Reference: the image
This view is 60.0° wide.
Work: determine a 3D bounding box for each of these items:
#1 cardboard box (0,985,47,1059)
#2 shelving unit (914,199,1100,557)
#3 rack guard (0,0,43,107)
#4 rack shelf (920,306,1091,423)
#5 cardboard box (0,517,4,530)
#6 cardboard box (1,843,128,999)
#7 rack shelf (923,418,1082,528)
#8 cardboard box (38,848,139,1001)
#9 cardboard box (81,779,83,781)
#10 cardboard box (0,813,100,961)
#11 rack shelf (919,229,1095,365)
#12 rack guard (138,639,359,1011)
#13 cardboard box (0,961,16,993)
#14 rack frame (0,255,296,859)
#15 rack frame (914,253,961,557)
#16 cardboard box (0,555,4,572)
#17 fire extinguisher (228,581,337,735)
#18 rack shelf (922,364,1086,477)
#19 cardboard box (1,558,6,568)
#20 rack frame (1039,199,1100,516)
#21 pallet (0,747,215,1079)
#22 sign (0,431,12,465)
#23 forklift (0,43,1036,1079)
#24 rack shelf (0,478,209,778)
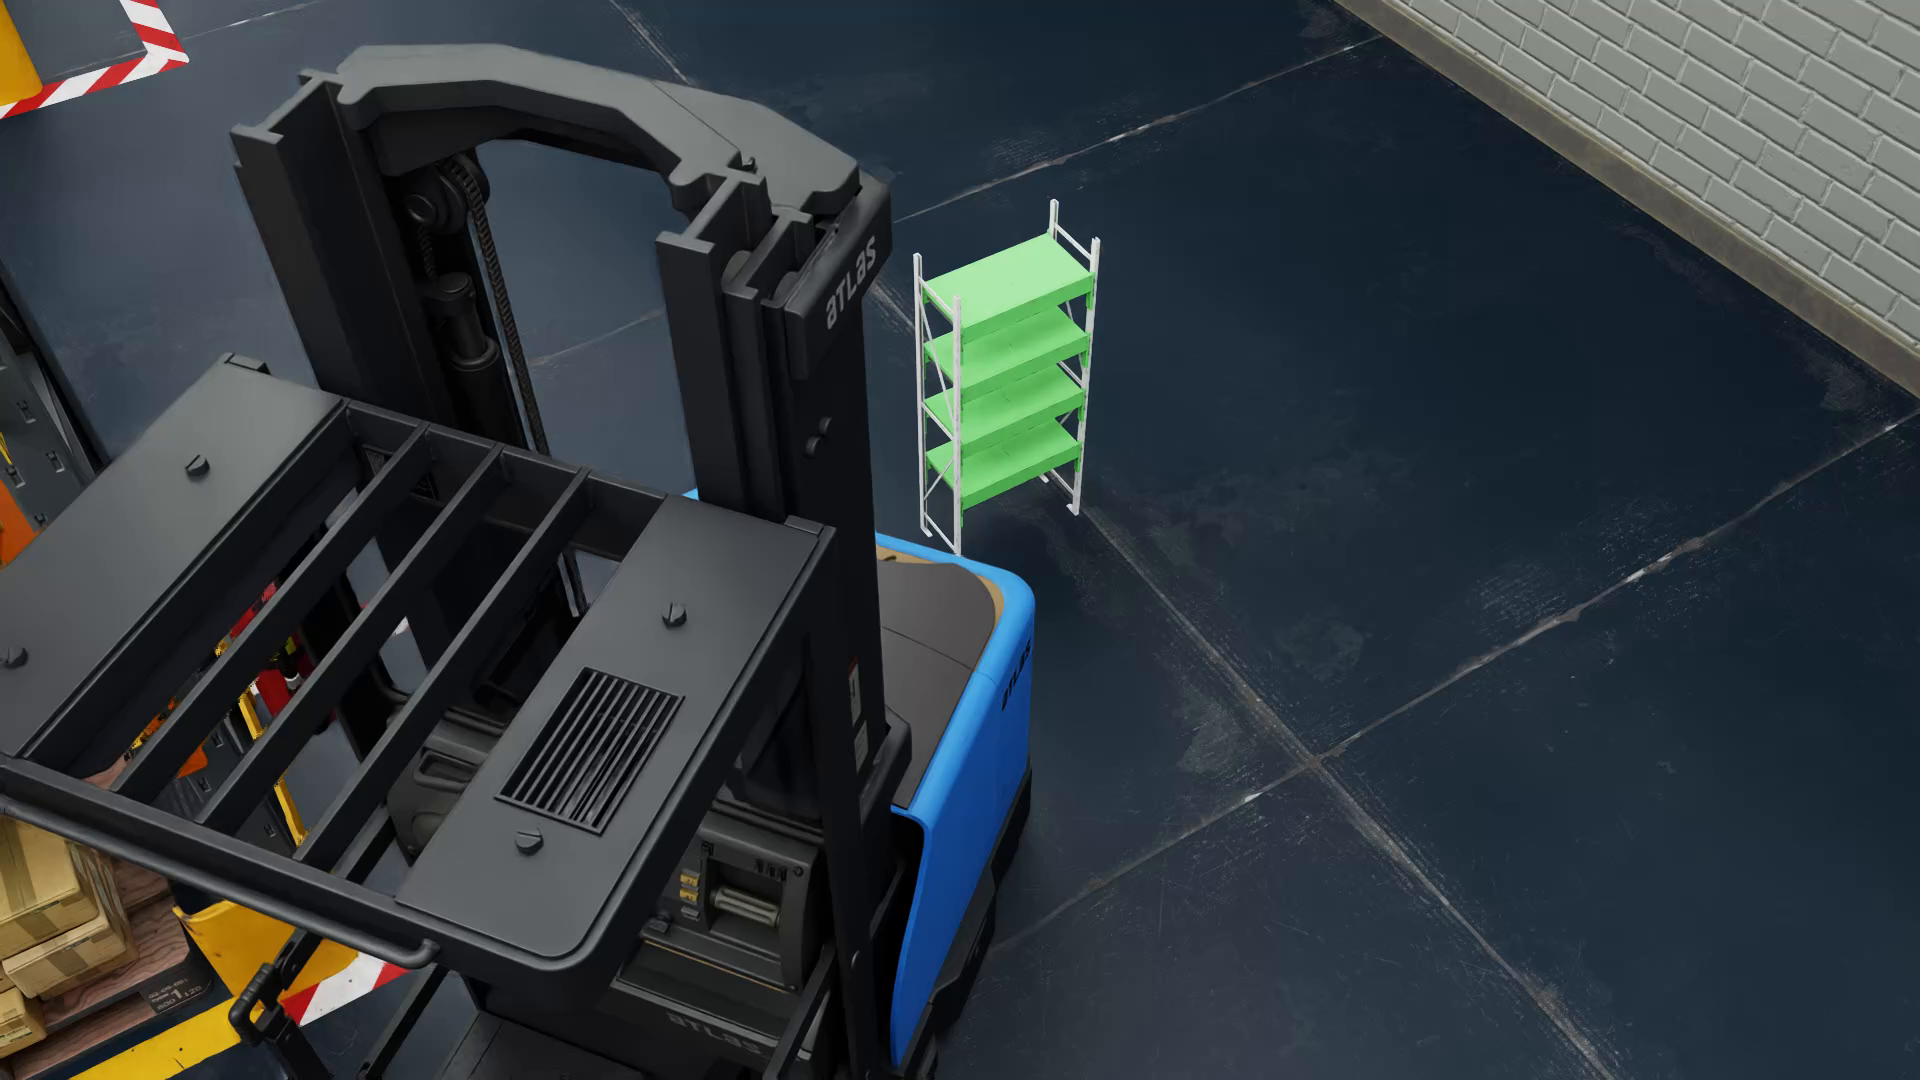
[{"bbox_3d":[-2.569,1.169,4.328,0.250,0.149,0.380,-24,52,-20],"label":"cardboard box"},{"bbox_3d":[0.140,-0.465,5.361,0.503,1.200,0.258,-25,53,-21],"label":"shelving unit"},{"bbox_3d":[-4.612,-2.498,7.640,0.348,0.500,1.175,-25,53,-21],"label":"rack guard"},{"bbox_3d":[0.140,-0.582,5.229,0.480,0.148,0.258,-25,53,-21],"label":"rack shelf"},{"bbox_3d":[-2.520,-0.141,4.036,0.250,0.149,0.380,-26,53,-21],"label":"cardboard box"},{"bbox_3d":[-2.366,0.953,4.321,0.250,0.149,0.380,-27,53,-22],"label":"cardboard box"},{"bbox_3d":[0.140,-0.263,5.588,0.480,0.148,0.258,-25,53,-21],"label":"rack shelf"},{"bbox_3d":[-2.406,1.003,4.476,0.250,0.149,0.380,-24,53,-20],"label":"cardboard box"},{"bbox_3d":[-2.686,0.668,4.774,0.250,0.149,0.380,-24,53,-20],"label":"cardboard box"},{"bbox_3d":[-2.384,0.835,4.228,0.250,0.149,0.380,-25,53,-20],"label":"cardboard box"},{"bbox_3d":[0.140,-0.742,5.050,0.480,0.148,0.258,-25,53,-21],"label":"rack shelf"},{"bbox_3d":[-2.136,0.715,4.779,0.348,0.500,1.175,-25,53,-21],"label":"rack guard"},{"bbox_3d":[-2.616,1.023,4.259,0.250,0.149,0.380,-26,53,-22],"label":"cardboard box"},{"bbox_3d":[-2.072,-0.147,3.872,0.127,3.000,1.000,-25,53,-21],"label":"rack frame"},{"bbox_3d":[-0.066,-0.368,5.274,0.015,1.200,0.240,-25,53,-21],"label":"rack frame"},{"bbox_3d":[-2.314,0.062,3.420,0.500,0.500,0.500,-24,53,-20],"label":"cardboard box"},{"bbox_3d":[-1.612,0.194,3.870,0.183,0.674,0.296,-25,53,-21],"label":"fire extinguisher"},{"bbox_3d":[0.140,-0.422,5.408,0.480,0.148,0.258,-25,53,-21],"label":"rack shelf"},{"bbox_3d":[-2.197,0.245,3.691,0.250,0.149,0.380,-25,53,-21],"label":"cardboard box"},{"bbox_3d":[0.346,-0.562,5.447,0.015,1.200,0.240,-25,53,-21],"label":"rack frame"},{"bbox_3d":[-2.842,1.112,4.618,1.213,0.211,1.003,-25,53,-21],"label":"pallet"},{"bbox_3d":[-1.792,-0.279,3.003,0.005,0.325,0.100,-25,53,-21],"label":"sign"},{"bbox_3d":[-0.795,0.734,3.134,1.130,2.935,3.031,16,50,14],"label":"forklift"},{"bbox_3d":[-3.763,0.889,3.431,4.000,0.370,1.077,-25,53,-21],"label":"rack shelf"}]
